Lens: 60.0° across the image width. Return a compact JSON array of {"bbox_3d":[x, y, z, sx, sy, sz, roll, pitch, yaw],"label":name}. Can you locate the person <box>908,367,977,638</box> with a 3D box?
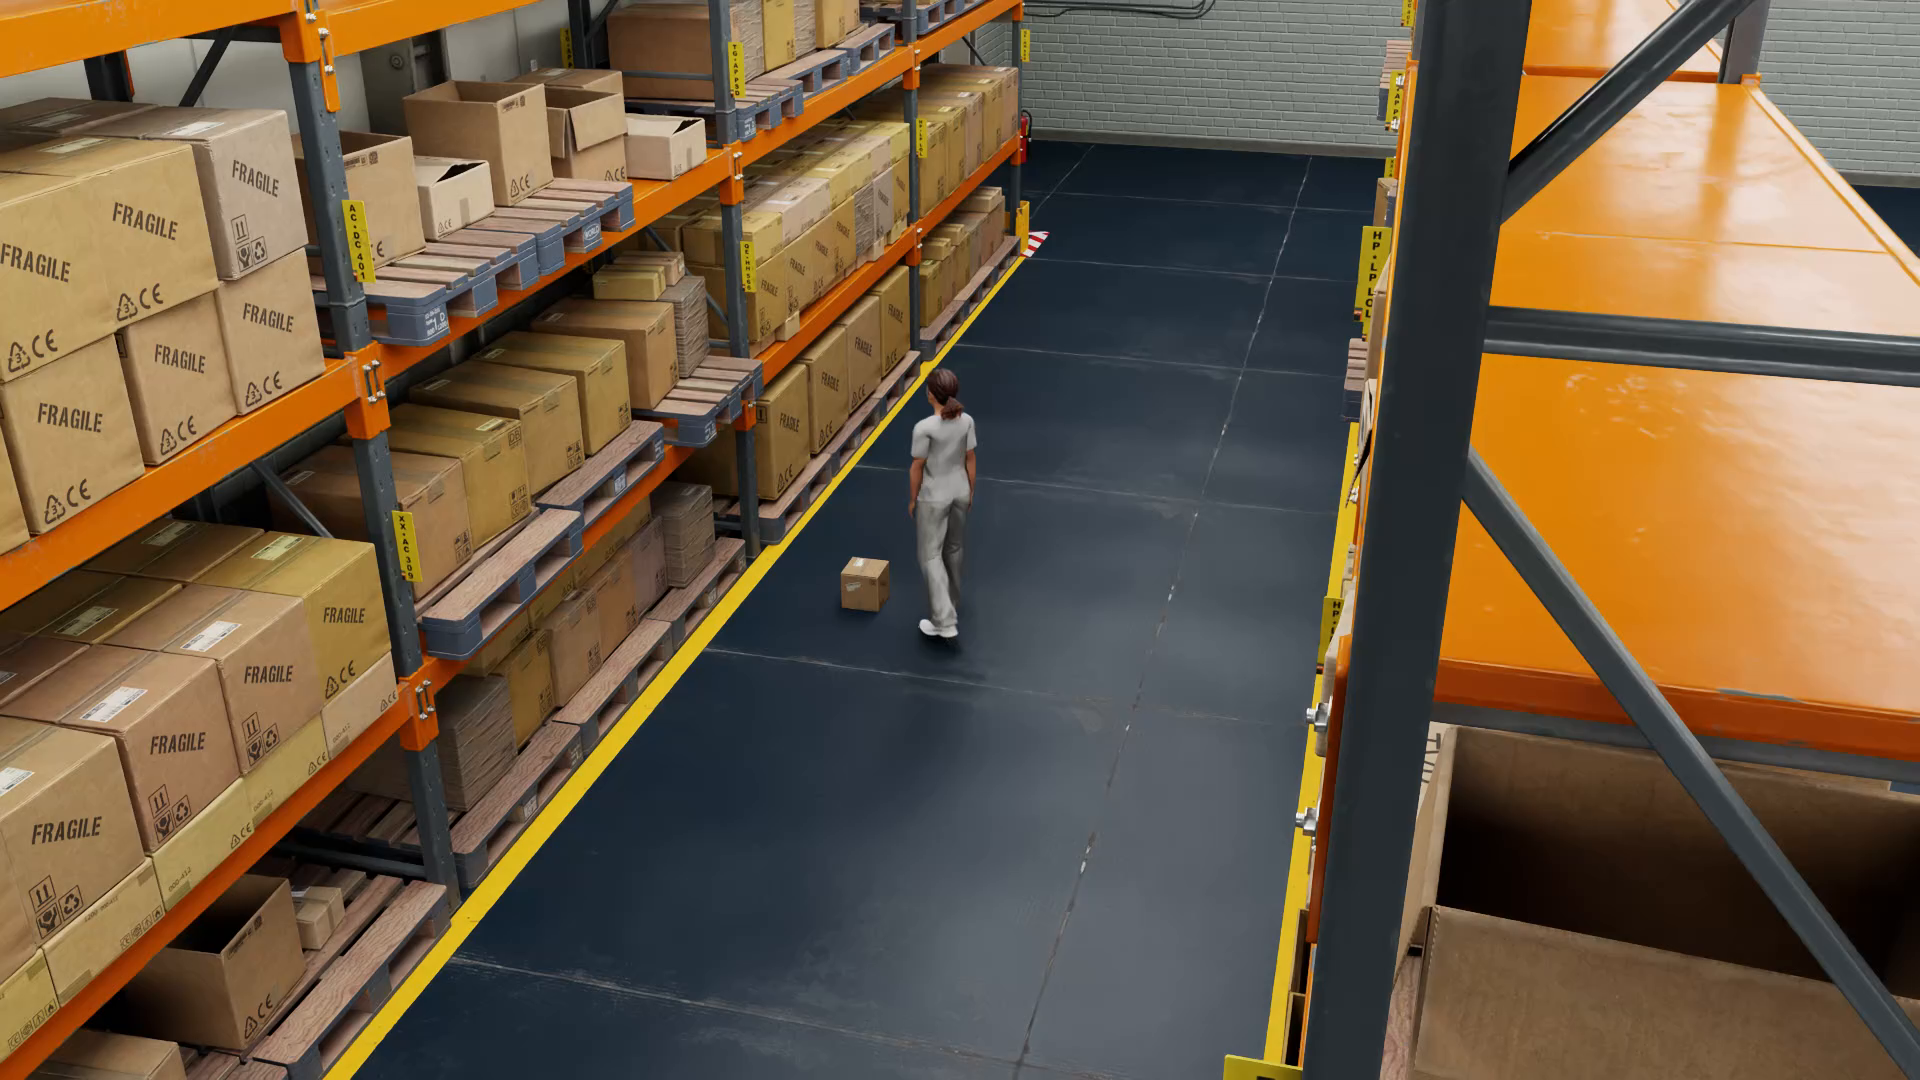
[{"bbox_3d":[-0.111,-0.254,10.221,0.449,1.667,0.680,-16,30,-30],"label":"person"}]
